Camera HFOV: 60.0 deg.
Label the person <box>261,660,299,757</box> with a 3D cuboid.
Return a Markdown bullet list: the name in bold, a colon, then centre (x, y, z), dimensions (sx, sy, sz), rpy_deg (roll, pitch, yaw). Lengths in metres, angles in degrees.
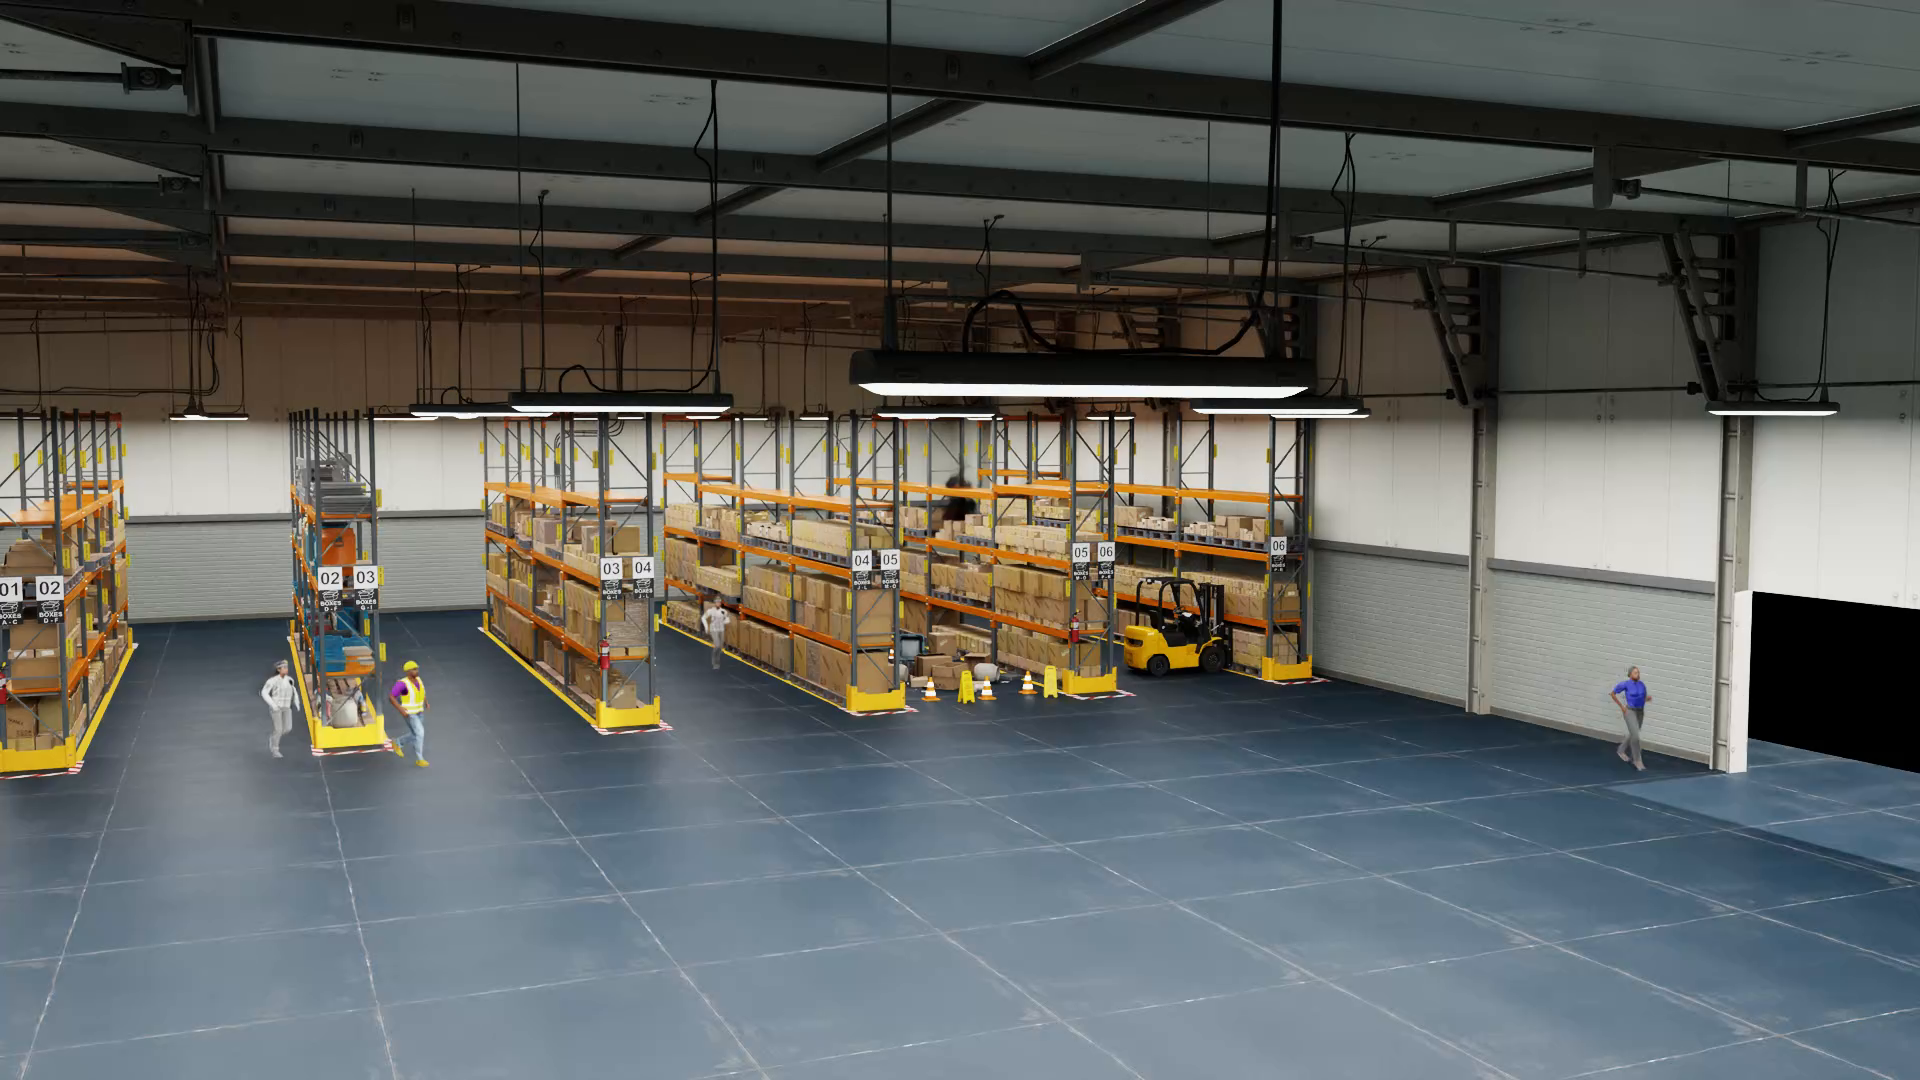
- **person**: centre (-11.732, 2.901, 28.728), dimensions (0.503, 1.652, 0.681), rpy_deg (3, 5, 35)

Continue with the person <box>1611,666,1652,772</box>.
- **person**: centre (11.205, 2.945, 27.687), dimensions (0.567, 1.700, 0.781), rpy_deg (-2, 4, -21)

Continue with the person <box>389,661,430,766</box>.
- **person**: centre (-9.256, 2.905, 27.946), dimensions (0.820, 1.748, 0.717), rpy_deg (1, 4, 17)

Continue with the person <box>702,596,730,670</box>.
- **person**: centre (-5.650, 2.171, 38.741), dimensions (0.577, 1.725, 0.707), rpy_deg (-2, 5, -31)
